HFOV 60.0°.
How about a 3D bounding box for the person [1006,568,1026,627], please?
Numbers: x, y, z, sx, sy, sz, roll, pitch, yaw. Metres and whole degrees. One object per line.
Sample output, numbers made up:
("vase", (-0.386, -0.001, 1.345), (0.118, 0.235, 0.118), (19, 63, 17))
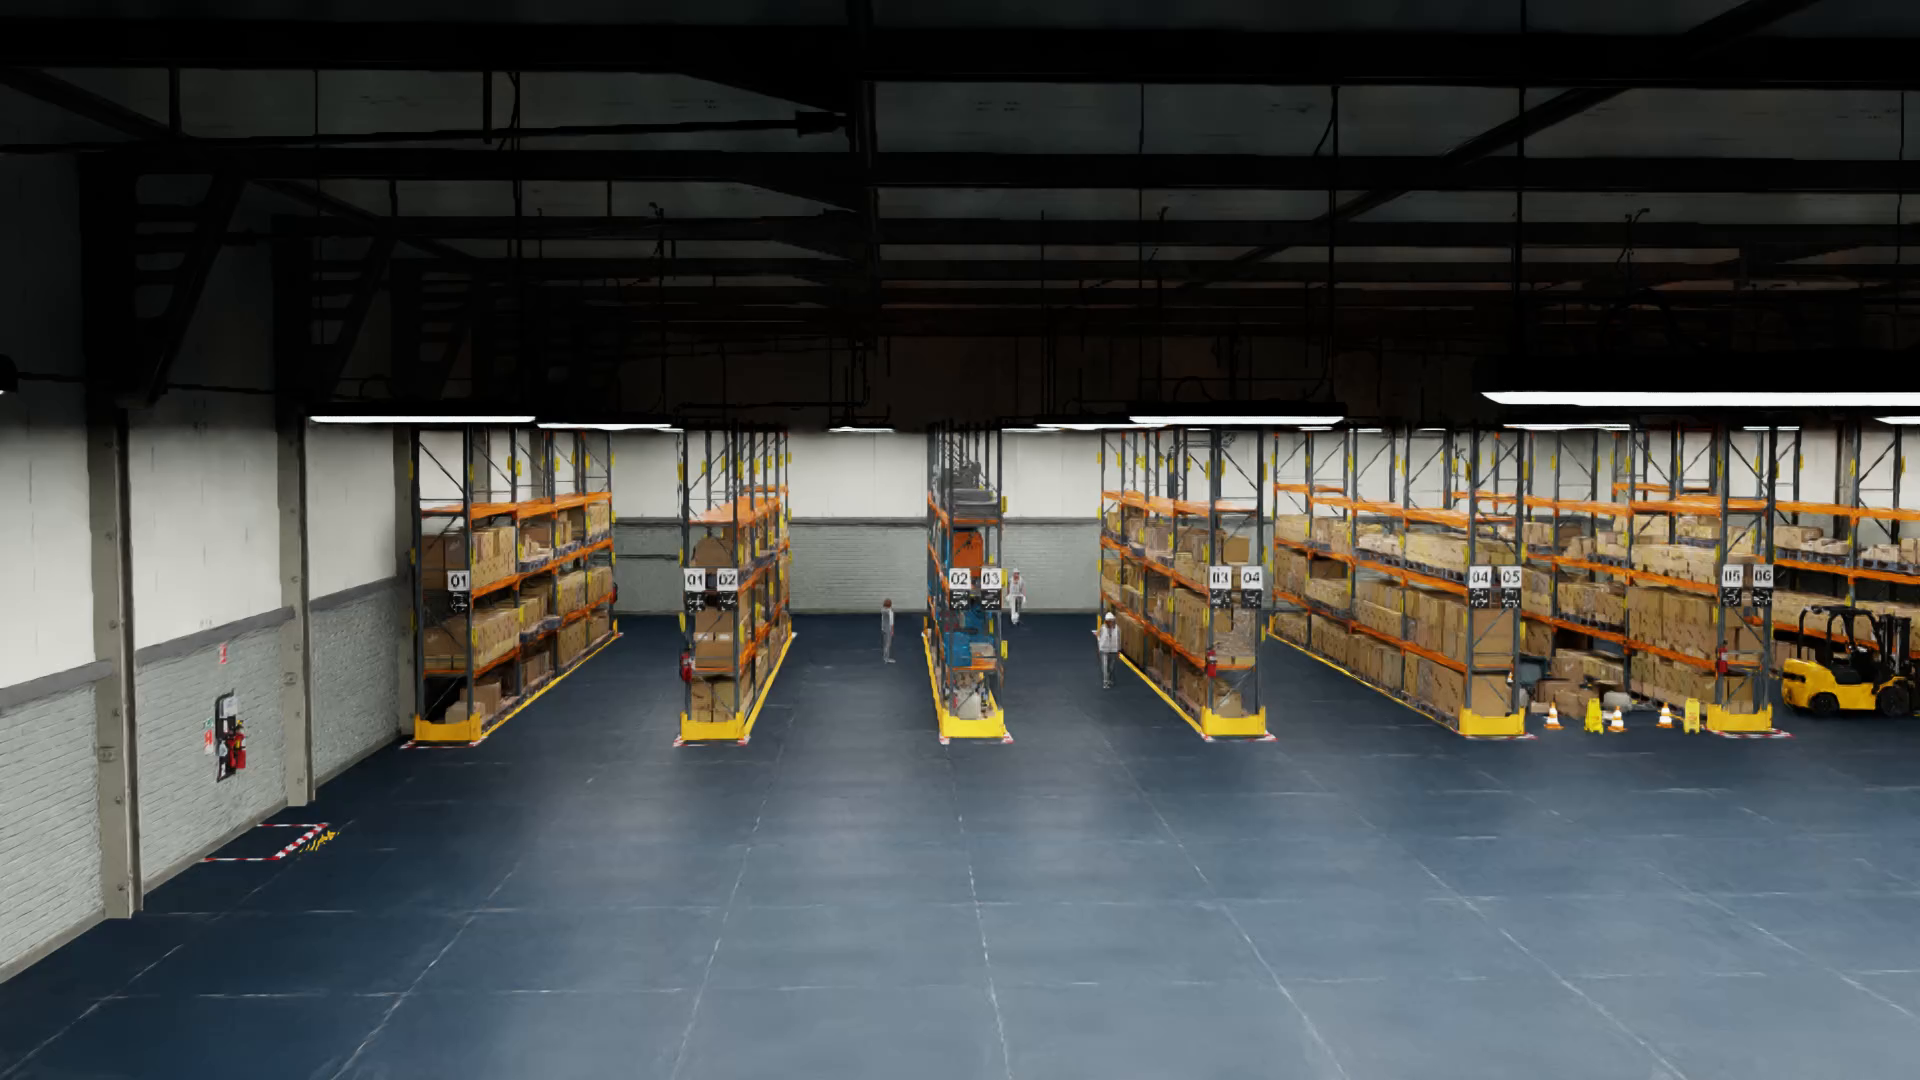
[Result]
("person", (1.675, 1.694, 49.394), (0.567, 1.736, 1.044), (0, 4, -3))

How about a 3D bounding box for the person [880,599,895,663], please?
("person", (-1.778, 2.258, 41.464), (0.399, 1.601, 0.469), (-2, 4, -34))

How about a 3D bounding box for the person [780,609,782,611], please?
("person", (-5.607, 1.694, 49.723), (0.619, 1.715, 0.973), (1, 4, 19))

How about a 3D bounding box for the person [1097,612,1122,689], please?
("person", (3.378, 2.466, 37.437), (0.543, 1.700, 1.119), (0, 4, -5))

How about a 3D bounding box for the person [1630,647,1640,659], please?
("person", (16.755, 2.196, 41.570), (0.569, 1.703, 0.627), (2, 4, 27))
